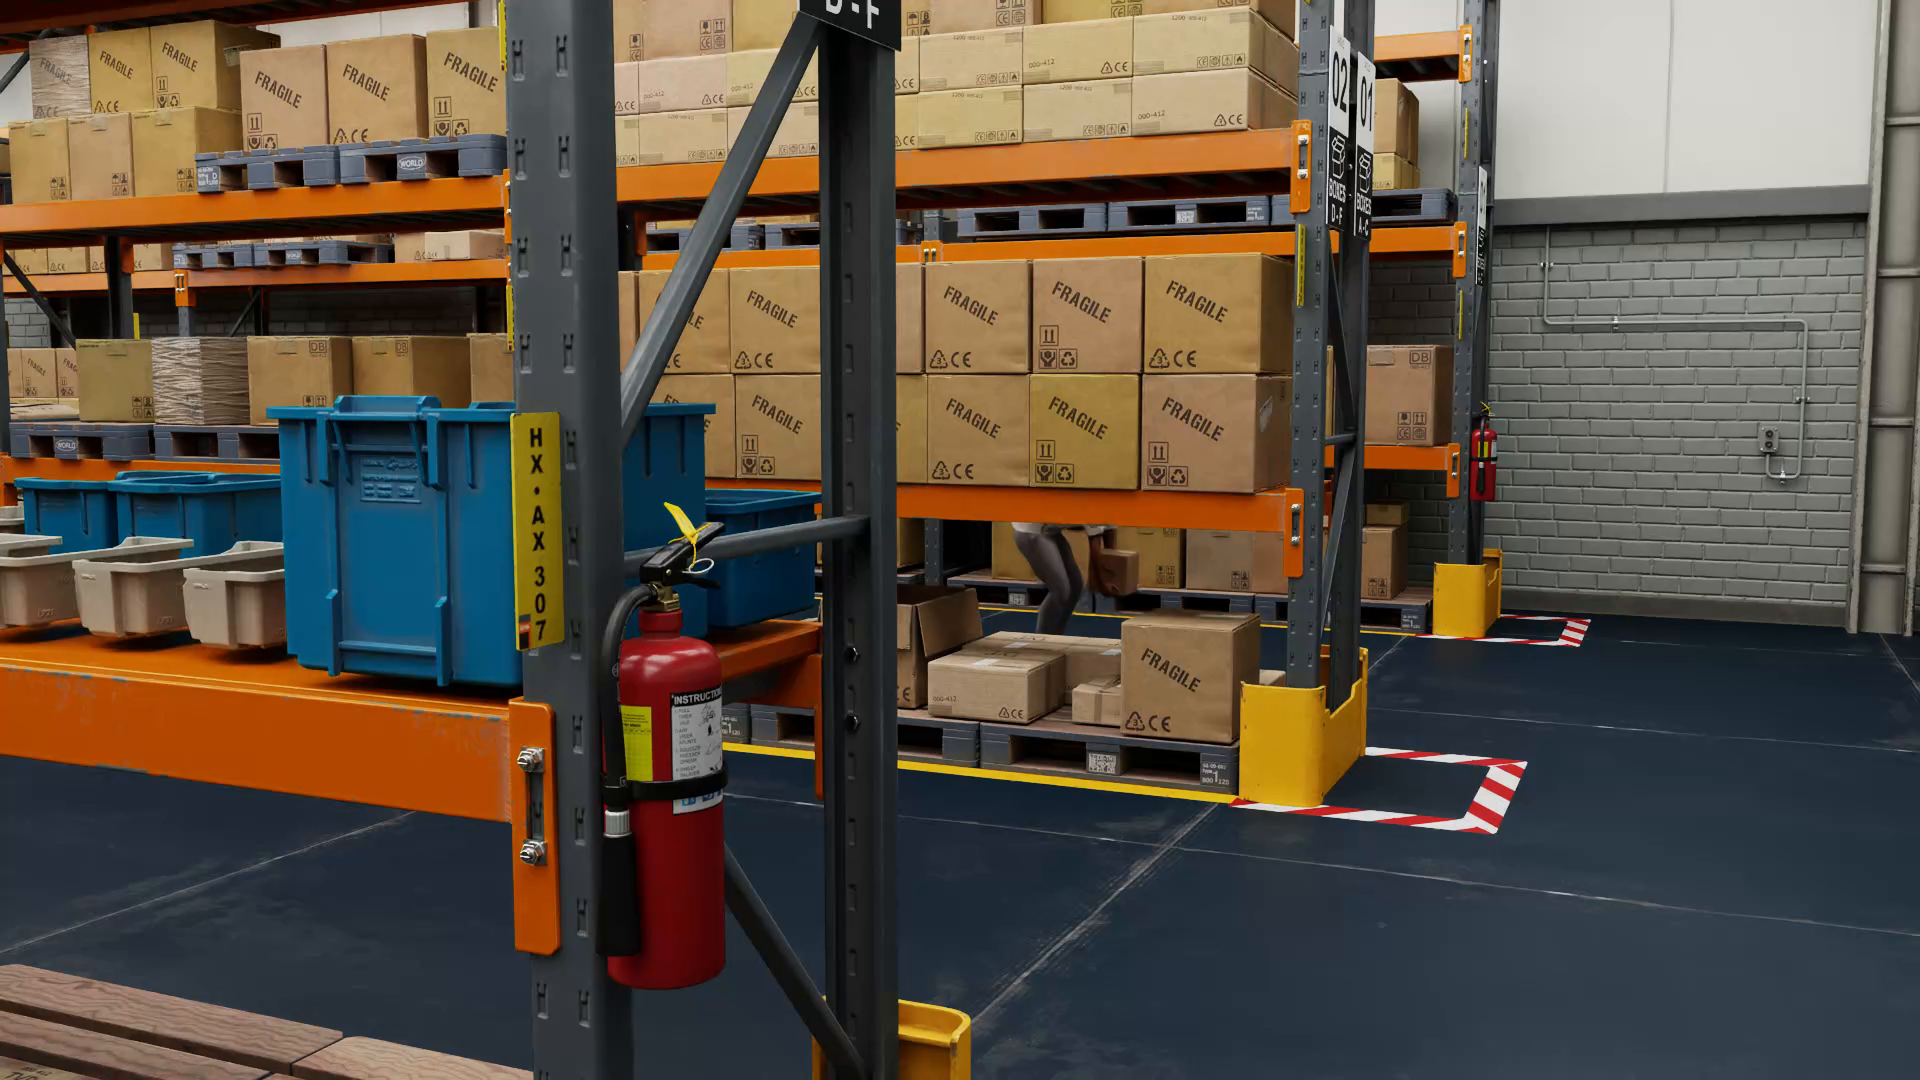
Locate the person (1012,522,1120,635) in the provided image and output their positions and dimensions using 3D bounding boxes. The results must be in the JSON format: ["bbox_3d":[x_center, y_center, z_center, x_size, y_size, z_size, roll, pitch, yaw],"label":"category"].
[{"bbox_3d":[0.767,0.129,10.427,0.892,1.284,0.417,2,6,22],"label":"person"}]
